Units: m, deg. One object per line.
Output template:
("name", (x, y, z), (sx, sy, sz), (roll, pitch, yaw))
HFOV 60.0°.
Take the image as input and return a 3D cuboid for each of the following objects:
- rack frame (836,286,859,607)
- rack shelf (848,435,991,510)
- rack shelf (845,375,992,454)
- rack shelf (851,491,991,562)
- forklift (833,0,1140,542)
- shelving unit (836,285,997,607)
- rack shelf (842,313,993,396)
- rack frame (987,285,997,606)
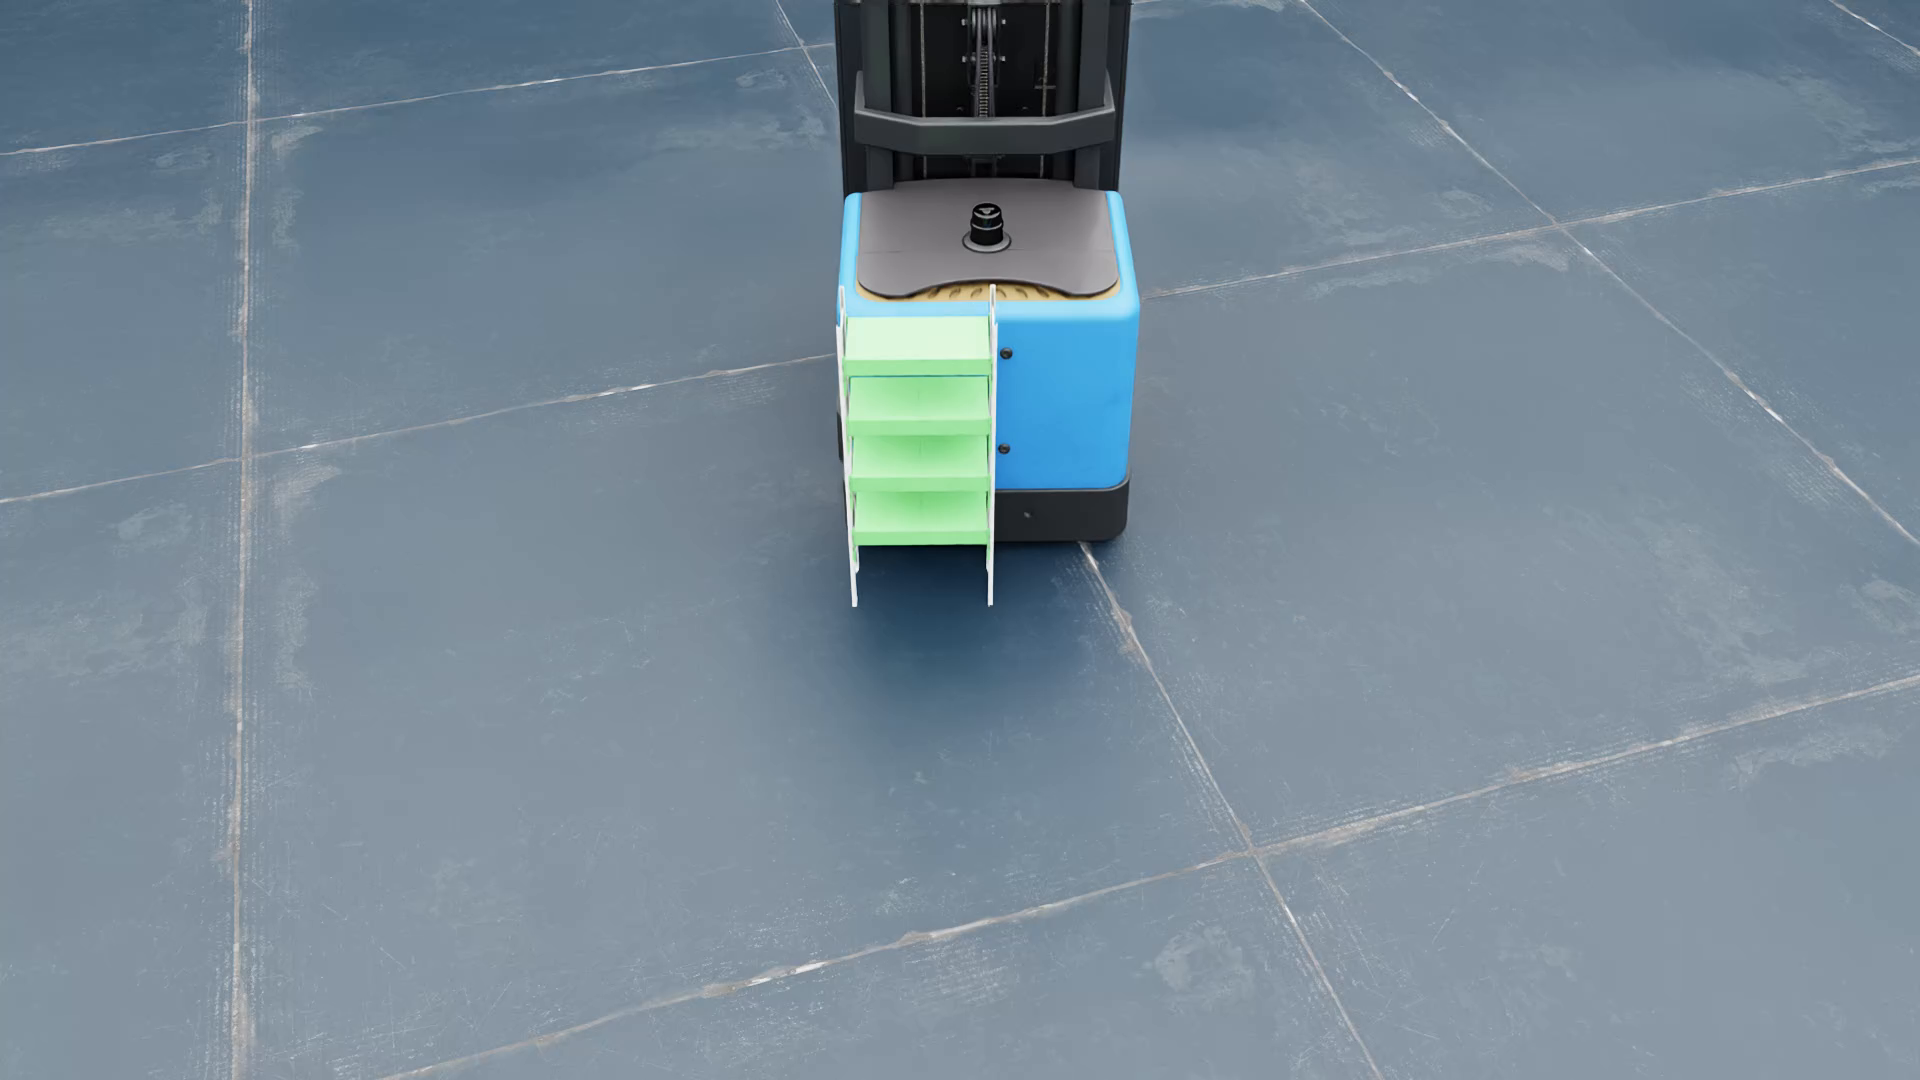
("rack frame", (-0.380, -0.289, 5.668), (0.015, 1.200, 0.240), (-1, 41, -1))
("rack shelf", (-0.136, -0.243, 5.713), (0.480, 0.148, 0.258), (-1, 41, -1))
("rack shelf", (-0.136, -0.423, 5.554), (0.480, 0.148, 0.258), (-1, 41, -1))
("rack shelf", (-0.136, -0.063, 5.871), (0.480, 0.148, 0.258), (-1, 41, -1))
("forklift", (0.077, -2.039, 6.356), (1.130, 2.935, 3.031), (-1, 41, -1))
("shelving unit", (-0.136, -0.291, 5.671), (0.503, 1.200, 0.258), (-1, 41, -1))
("rack shelf", (-0.136, -0.604, 5.396), (0.480, 0.148, 0.258), (-1, 41, -1))
("rack frame", (0.108, -0.293, 5.673), (0.015, 1.200, 0.240), (-1, 41, -1))
